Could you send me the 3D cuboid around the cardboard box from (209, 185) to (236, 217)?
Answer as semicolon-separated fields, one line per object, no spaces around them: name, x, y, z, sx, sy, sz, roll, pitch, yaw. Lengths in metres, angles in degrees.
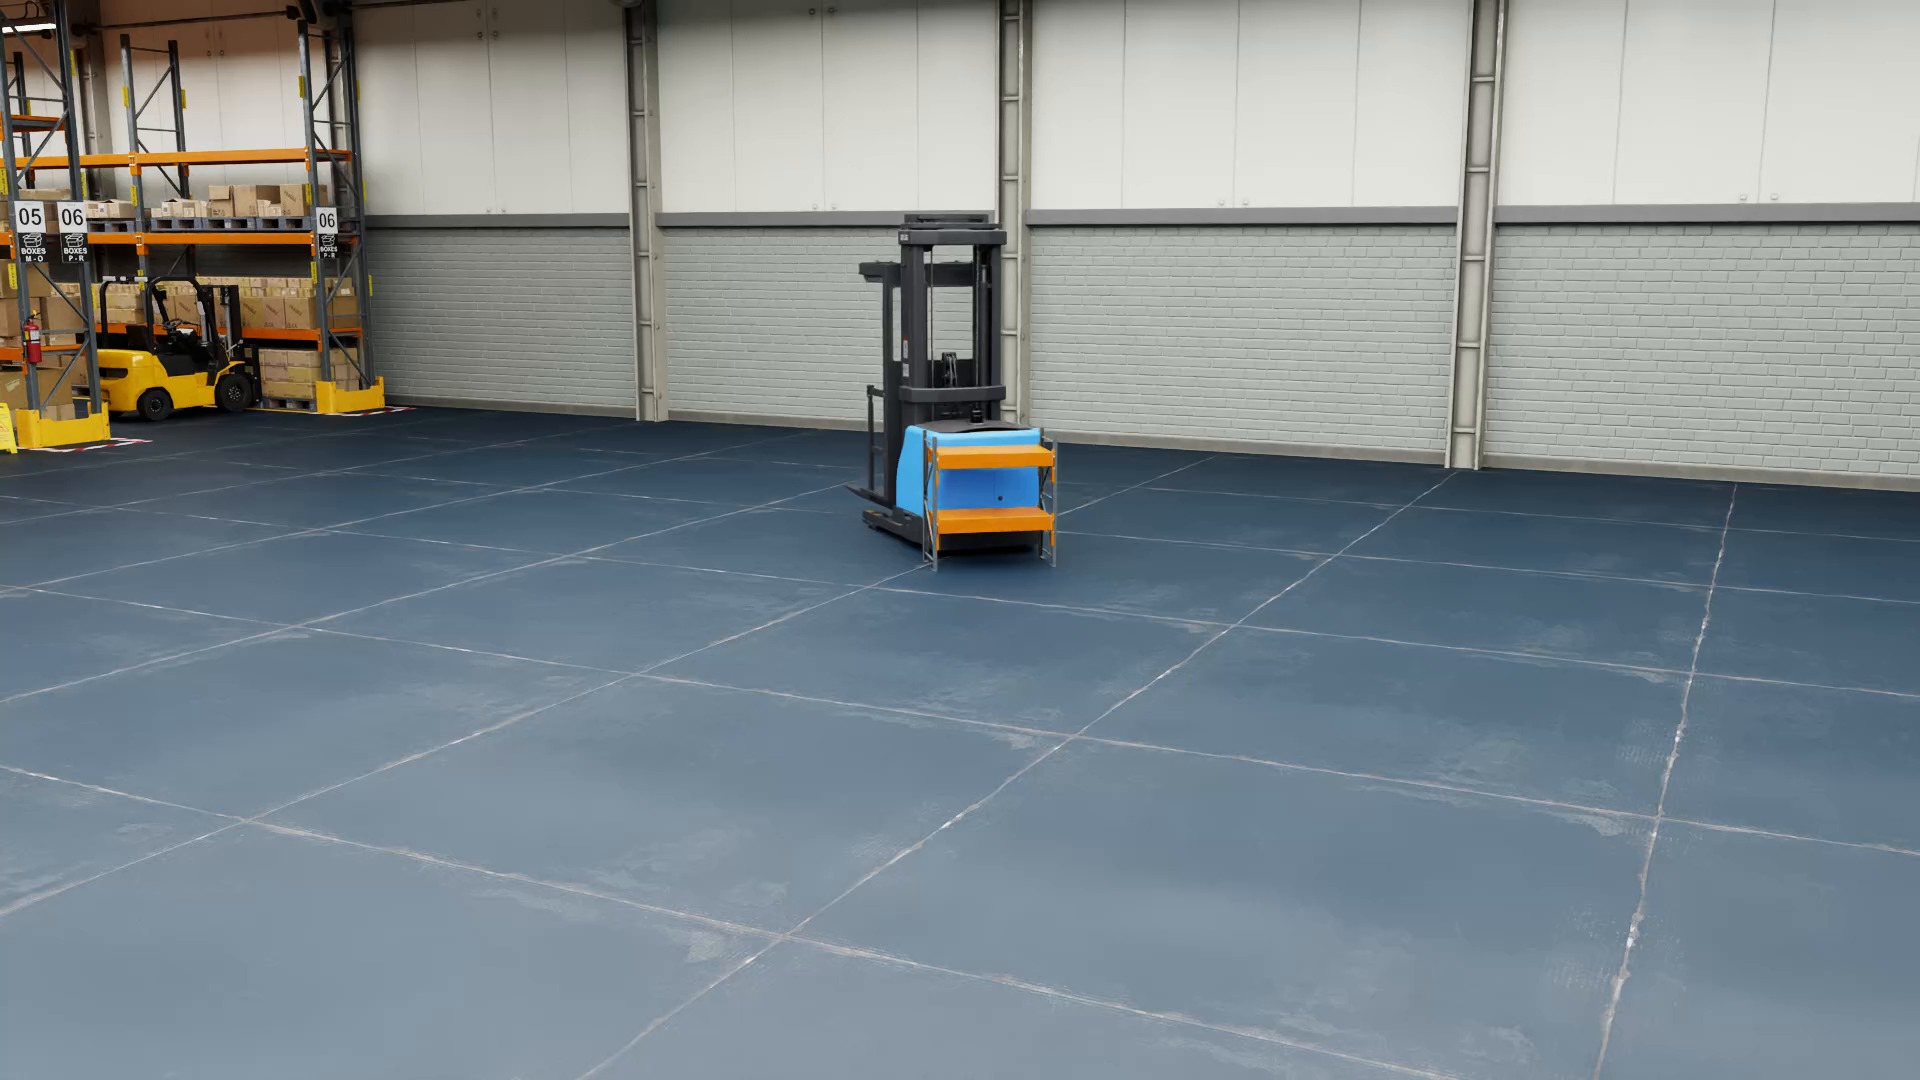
cardboard box;-11.719;-5.503;27.043;0.637;0.503;0.797;5;12;28

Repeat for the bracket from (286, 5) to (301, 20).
bracket;-10.587;-8.474;26.676;0.430;0.232;0.235;5;11;26

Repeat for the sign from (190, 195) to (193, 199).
sign;-13.175;-5.749;28.477;0.005;0.325;0.100;5;11;26

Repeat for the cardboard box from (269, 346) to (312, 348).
cardboard box;-11.072;-3.069;27.501;0.500;0.250;0.500;5;11;25

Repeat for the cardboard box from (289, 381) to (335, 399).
cardboard box;-10.393;-2.416;26.698;0.500;0.250;0.500;5;11;26

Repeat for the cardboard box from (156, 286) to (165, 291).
cardboard box;-13.249;-4.192;27.869;0.250;0.149;0.380;5;11;25

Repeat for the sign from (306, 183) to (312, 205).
sign;-10.084;-5.363;25.753;0.005;0.325;0.100;5;11;26

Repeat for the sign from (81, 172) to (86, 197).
sign;-11.785;-4.776;22.317;0.005;0.325;0.100;5;11;26

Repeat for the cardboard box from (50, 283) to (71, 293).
cardboard box;-15.688;-4.402;29.030;0.250;0.149;0.380;5;12;27

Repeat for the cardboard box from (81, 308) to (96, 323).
cardboard box;-14.872;-3.898;28.766;0.500;0.250;0.500;5;11;26

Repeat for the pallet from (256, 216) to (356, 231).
pallet;-10.454;-5.068;26.636;1.213;0.211;1.003;5;11;26

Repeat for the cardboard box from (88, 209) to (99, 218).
cardboard box;-14.539;-5.537;28.226;0.250;0.149;0.380;5;11;26

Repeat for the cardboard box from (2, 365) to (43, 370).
cardboard box;-13.118;-2.155;23.153;0.500;0.500;0.500;5;11;24

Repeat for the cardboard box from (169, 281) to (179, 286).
cardboard box;-12.982;-4.330;27.794;0.250;0.149;0.380;5;11;27

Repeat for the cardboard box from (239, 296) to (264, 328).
cardboard box;-11.310;-3.705;26.995;0.500;0.500;0.500;5;11;25

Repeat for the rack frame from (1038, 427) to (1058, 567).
rack frame;0.745;-0.369;14.113;0.032;1.125;0.500;-2;10;-11

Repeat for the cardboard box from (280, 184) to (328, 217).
cardboard box;-10.337;-5.353;26.220;0.500;0.500;0.500;5;12;28

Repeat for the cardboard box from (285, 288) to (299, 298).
cardboard box;-10.509;-3.942;26.487;0.250;0.149;0.380;5;12;27

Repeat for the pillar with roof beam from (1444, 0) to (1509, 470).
pillar with roof beam;4.180;-4.621;15.493;0.400;9.000;9.100;5;11;26

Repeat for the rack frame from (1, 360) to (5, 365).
rack frame;-17.006;-4.206;30.048;0.127;3.000;1.000;5;11;26

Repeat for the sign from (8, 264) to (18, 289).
sign;-12.288;-3.421;21.571;0.005;0.325;0.100;5;11;26

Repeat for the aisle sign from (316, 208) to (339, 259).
aisle sign;-9.903;-4.803;26.046;0.004;0.787;0.394;5;11;26

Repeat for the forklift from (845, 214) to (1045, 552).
forklift;-0.287;-1.558;15.607;1.130;2.935;3.031;-4;11;-22

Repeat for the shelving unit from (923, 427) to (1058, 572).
shelving unit;0.247;-0.351;14.013;1.048;1.125;0.538;-2;10;-11

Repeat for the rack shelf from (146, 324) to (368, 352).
rack shelf;-11.625;-3.379;27.500;4.000;0.370;1.077;5;11;26

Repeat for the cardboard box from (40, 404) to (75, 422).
cardboard box;-12.626;-1.744;22.986;0.500;0.250;0.500;5;11;25

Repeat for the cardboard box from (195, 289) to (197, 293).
cardboard box;-12.348;-4.104;27.380;0.250;0.149;0.380;5;11;25

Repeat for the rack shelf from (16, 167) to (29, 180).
rack shelf;-18.800;-6.765;30.484;4.000;0.370;1.077;5;11;26

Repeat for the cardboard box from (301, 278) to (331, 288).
cardboard box;-10.246;-4.085;26.442;0.250;0.149;0.380;5;11;26

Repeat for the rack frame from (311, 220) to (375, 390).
rack frame;-9.832;-3.576;26.565;0.127;3.000;1.000;5;11;26

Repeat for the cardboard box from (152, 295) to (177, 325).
cardboard box;-13.137;-3.864;27.874;0.500;0.500;0.500;5;11;24

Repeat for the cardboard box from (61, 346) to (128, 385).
cardboard box;-15.259;-3.090;29.368;0.625;0.625;0.875;5;11;23

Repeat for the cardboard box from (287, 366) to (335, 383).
cardboard box;-10.407;-2.664;26.664;0.500;0.250;0.500;5;11;25

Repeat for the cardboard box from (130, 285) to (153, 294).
cardboard box;-13.824;-4.251;28.193;0.250;0.149;0.380;5;12;28

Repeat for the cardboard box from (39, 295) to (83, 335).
cardboard box;-12.327;-3.060;22.599;0.500;0.500;0.500;5;11;25

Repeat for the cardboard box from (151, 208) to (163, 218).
cardboard box;-13.151;-5.415;27.552;0.250;0.149;0.380;5;12;27

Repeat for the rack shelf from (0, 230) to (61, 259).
rack shelf;-13.818;-4.062;22.851;4.000;0.370;1.077;5;11;26

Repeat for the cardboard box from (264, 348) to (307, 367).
cardboard box;-10.843;-2.947;26.826;0.500;0.250;0.500;5;12;27

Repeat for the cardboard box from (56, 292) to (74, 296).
cardboard box;-15.337;-4.184;28.945;0.500;0.250;0.500;5;11;27

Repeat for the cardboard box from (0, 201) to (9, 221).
cardboard box;-12.603;-4.329;21.888;0.500;0.250;0.500;5;11;25

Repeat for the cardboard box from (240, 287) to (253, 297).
cardboard box;-11.428;-4.024;26.939;0.250;0.149;0.380;5;11;26

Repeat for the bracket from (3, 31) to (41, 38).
bracket;-18.278;-9.150;30.410;4.783;0.066;0.076;5;11;26

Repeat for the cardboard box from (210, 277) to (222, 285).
cardboard box;-12.074;-4.244;27.322;0.250;0.149;0.380;5;11;26

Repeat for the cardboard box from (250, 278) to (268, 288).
cardboard box;-11.201;-4.150;26.801;0.250;0.149;0.380;5;12;27

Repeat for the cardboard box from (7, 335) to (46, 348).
cardboard box;-12.455;-2.654;22.180;0.250;0.149;0.380;5;12;28

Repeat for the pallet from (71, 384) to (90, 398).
pallet;-15.195;-2.667;29.371;1.213;0.211;1.003;5;11;26

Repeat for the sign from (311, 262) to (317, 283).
sign;-10.084;-4.177;25.968;0.005;0.325;0.100;5;11;26
